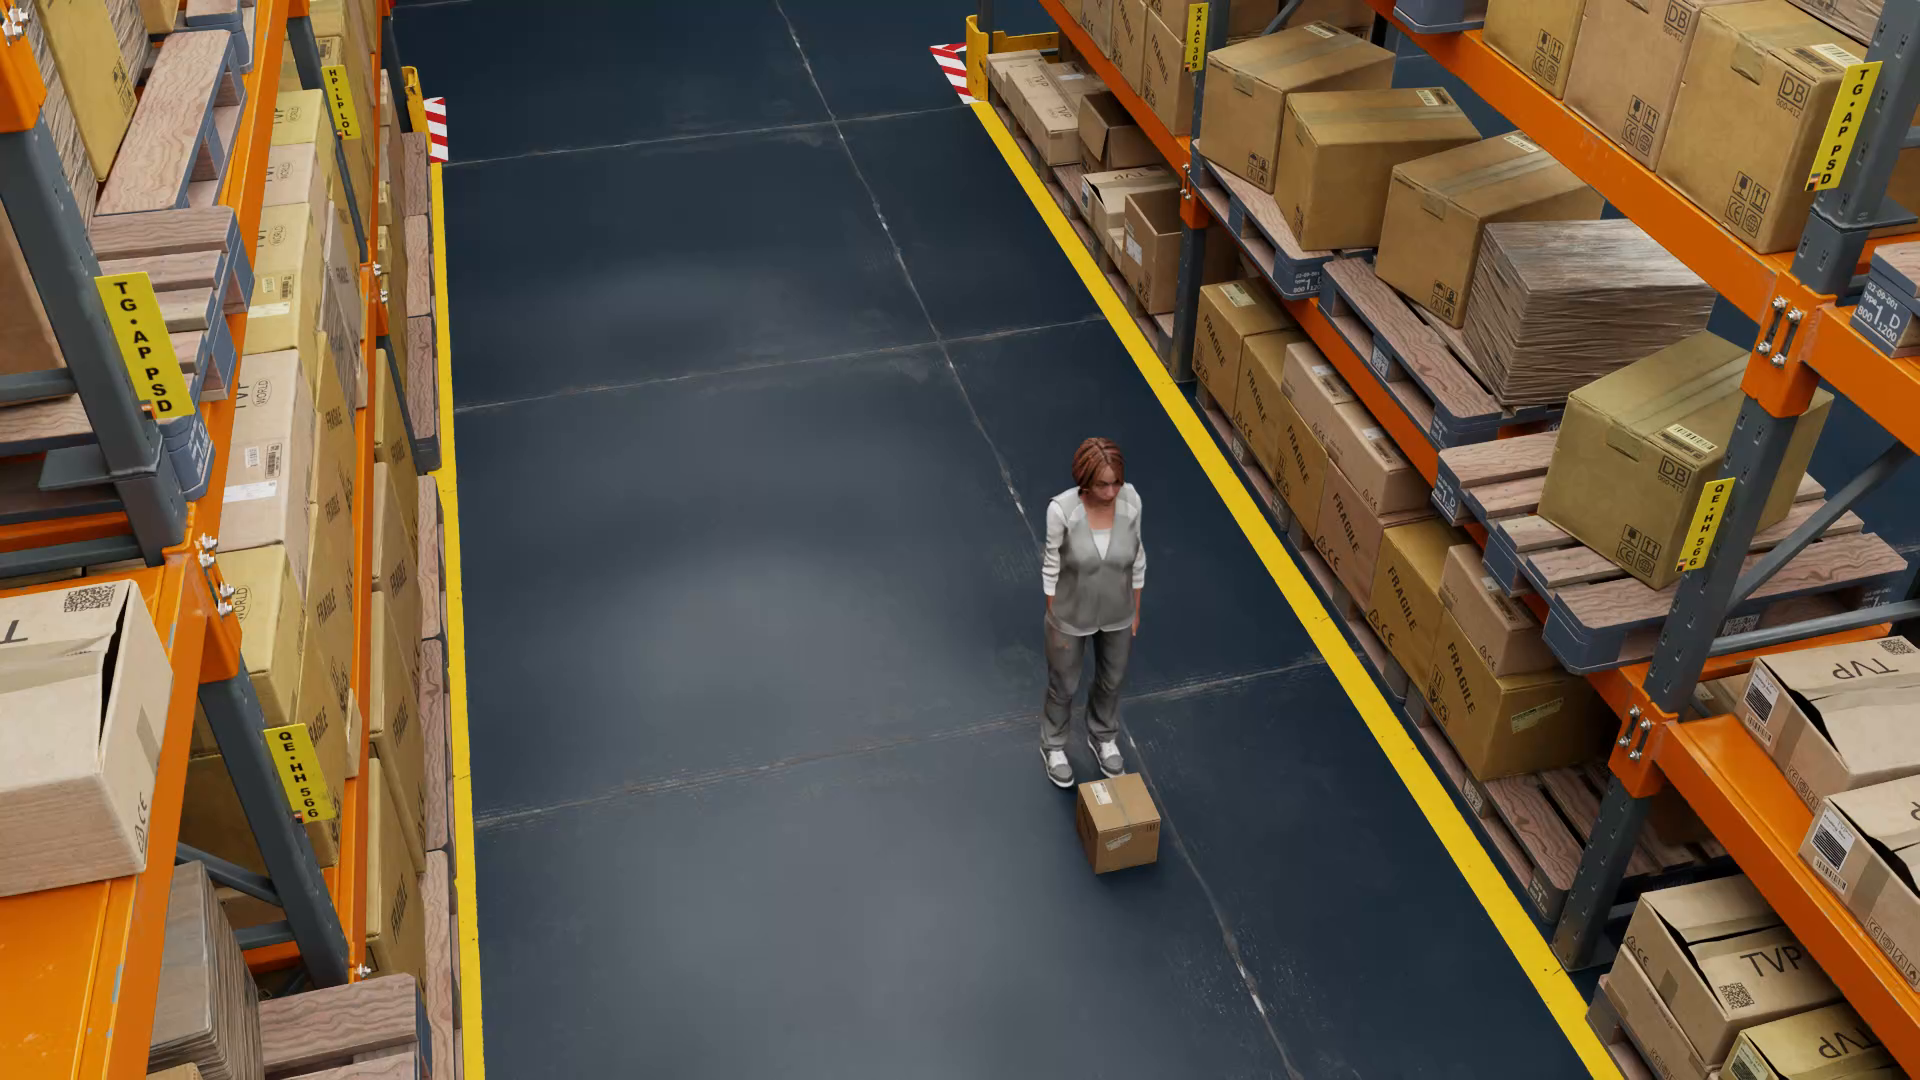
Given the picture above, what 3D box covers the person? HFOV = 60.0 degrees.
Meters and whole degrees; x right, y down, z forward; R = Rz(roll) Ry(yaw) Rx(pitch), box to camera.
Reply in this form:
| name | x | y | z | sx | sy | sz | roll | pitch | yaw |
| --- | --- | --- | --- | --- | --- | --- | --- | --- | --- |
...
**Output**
| name | x | y | z | sx | sy | sz | roll | pitch | yaw |
| --- | --- | --- | --- | --- | --- | --- | --- | --- | --- |
| person | 0.508 | 0.291 | 6.368 | 0.404 | 1.585 | 0.301 | -9 | 39 | -10 |
